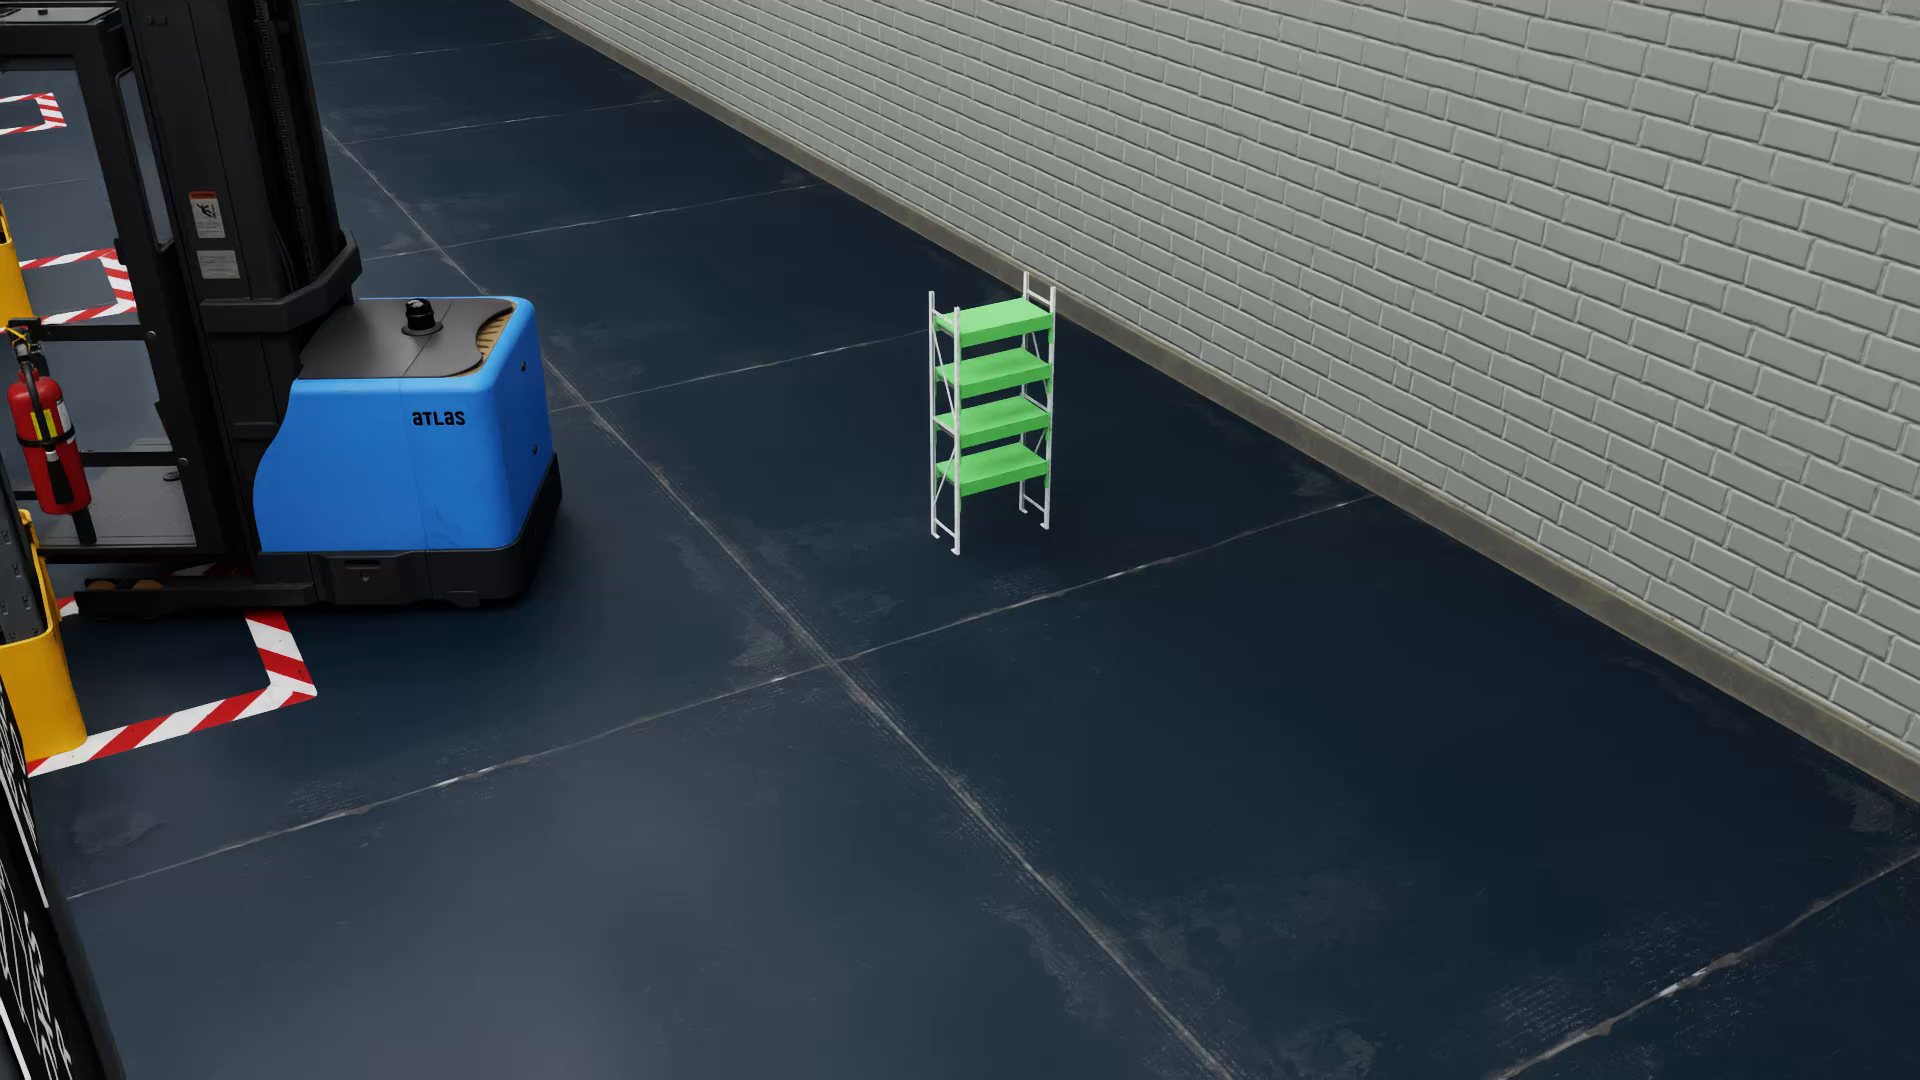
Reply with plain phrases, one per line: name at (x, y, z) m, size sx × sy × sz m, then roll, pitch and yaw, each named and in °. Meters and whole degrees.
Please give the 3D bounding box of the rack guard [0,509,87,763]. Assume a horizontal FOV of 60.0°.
rack guard at (-3.761, 0.363, 6.575) m, size 0.348 × 0.500 × 1.175 m, roll -16°, pitch 33°, yaw -26°

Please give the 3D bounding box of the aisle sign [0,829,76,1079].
aisle sign at (-0.882, 0.260, 1.483) m, size 0.004 × 0.787 × 0.394 m, roll -16°, pitch 33°, yaw -26°

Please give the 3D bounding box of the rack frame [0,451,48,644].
rack frame at (-3.696, -0.750, 6.005) m, size 0.127 × 3.000 × 1.000 m, roll -16°, pitch 33°, yaw -26°

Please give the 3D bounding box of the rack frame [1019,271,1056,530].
rack frame at (0.353, -0.626, 7.642) m, size 0.015 × 1.200 × 0.240 m, roll -16°, pitch 33°, yaw -26°

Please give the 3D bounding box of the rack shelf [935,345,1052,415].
rack shelf at (0.143, -0.720, 7.448) m, size 0.480 × 0.148 × 0.258 m, roll -16°, pitch 33°, yaw -26°

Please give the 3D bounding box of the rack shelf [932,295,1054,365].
rack shelf at (0.143, -0.930, 7.332) m, size 0.480 × 0.148 × 0.258 m, roll -16°, pitch 33°, yaw -26°

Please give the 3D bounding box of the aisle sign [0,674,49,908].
aisle sign at (-1.185, 0.010, 1.936) m, size 0.004 × 0.787 × 0.394 m, roll -16°, pitch 33°, yaw -26°

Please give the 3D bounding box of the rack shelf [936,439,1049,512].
rack shelf at (0.143, -0.300, 7.680) m, size 0.480 × 0.148 × 0.258 m, roll -16°, pitch 33°, yaw -26°

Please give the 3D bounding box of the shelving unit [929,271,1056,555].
shelving unit at (0.143, -0.566, 7.534) m, size 0.503 × 1.200 × 0.258 m, roll -16°, pitch 33°, yaw -26°

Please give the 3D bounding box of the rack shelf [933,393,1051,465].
rack shelf at (0.143, -0.510, 7.564) m, size 0.480 × 0.148 × 0.258 m, roll -16°, pitch 33°, yaw -26°

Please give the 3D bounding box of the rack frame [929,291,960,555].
rack frame at (-0.068, -0.506, 7.425) m, size 0.015 × 1.200 × 0.240 m, roll -16°, pitch 33°, yaw -26°

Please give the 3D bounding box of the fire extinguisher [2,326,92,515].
fire extinguisher at (-3.245, -0.423, 5.877) m, size 0.183 × 0.674 × 0.296 m, roll -16°, pitch 33°, yaw -26°

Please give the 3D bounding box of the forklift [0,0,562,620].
forklift at (-3.409, -1.200, 6.892) m, size 3.031 × 2.935 × 1.130 m, roll -1°, pitch 29°, yaw -1°

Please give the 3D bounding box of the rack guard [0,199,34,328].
rack guard at (-6.100, -1.753, 10.409) m, size 0.348 × 0.500 × 1.175 m, roll -16°, pitch 33°, yaw -26°
